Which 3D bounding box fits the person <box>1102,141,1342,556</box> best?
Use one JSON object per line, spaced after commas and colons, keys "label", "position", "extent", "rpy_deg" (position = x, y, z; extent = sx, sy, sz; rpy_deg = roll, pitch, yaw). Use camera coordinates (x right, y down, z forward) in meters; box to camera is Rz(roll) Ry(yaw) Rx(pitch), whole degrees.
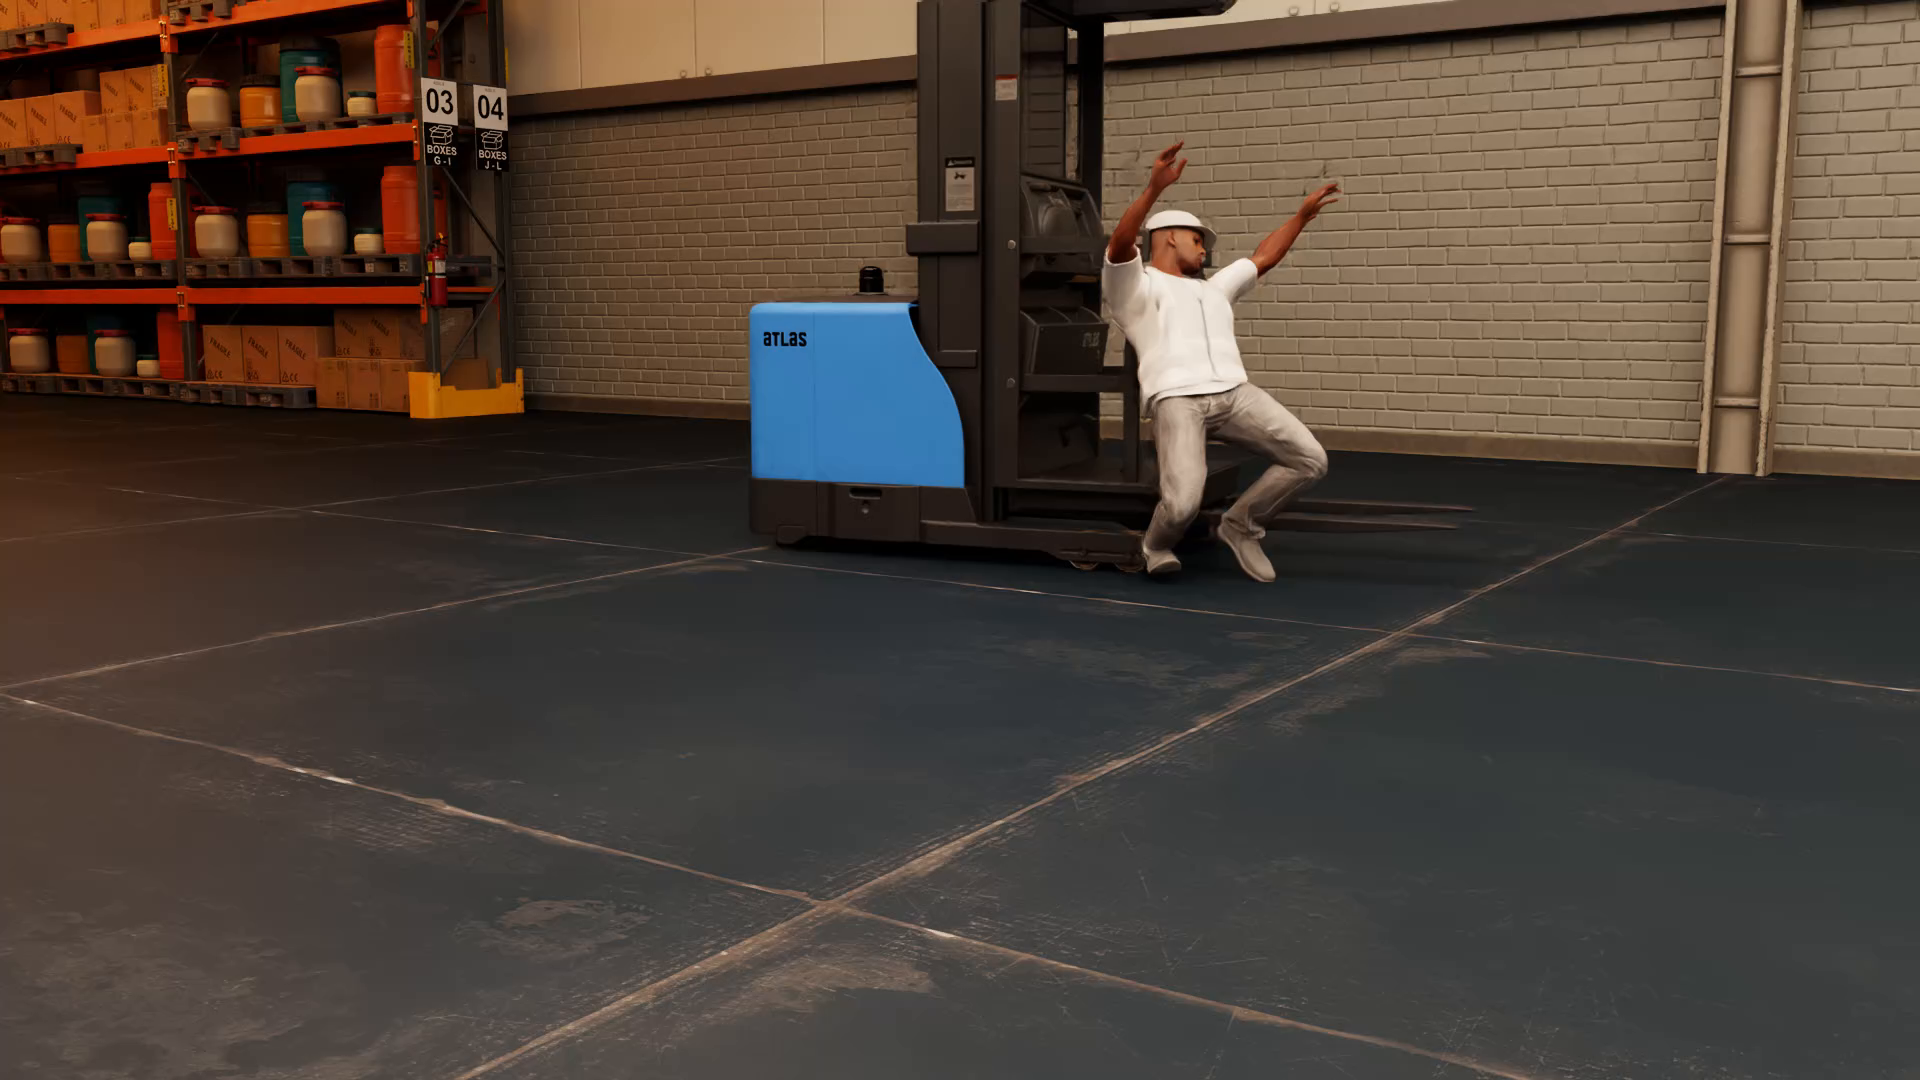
{"label": "person", "position": [1.036, -0.705, 6.388], "extent": [1.080, 1.557, 0.811], "rpy_deg": [-4, 9, -24]}

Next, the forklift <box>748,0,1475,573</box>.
{"label": "forklift", "position": [0.629, -1.402, 7.055], "extent": [3.031, 2.935, 1.130], "rpy_deg": [3, 9, 22]}
